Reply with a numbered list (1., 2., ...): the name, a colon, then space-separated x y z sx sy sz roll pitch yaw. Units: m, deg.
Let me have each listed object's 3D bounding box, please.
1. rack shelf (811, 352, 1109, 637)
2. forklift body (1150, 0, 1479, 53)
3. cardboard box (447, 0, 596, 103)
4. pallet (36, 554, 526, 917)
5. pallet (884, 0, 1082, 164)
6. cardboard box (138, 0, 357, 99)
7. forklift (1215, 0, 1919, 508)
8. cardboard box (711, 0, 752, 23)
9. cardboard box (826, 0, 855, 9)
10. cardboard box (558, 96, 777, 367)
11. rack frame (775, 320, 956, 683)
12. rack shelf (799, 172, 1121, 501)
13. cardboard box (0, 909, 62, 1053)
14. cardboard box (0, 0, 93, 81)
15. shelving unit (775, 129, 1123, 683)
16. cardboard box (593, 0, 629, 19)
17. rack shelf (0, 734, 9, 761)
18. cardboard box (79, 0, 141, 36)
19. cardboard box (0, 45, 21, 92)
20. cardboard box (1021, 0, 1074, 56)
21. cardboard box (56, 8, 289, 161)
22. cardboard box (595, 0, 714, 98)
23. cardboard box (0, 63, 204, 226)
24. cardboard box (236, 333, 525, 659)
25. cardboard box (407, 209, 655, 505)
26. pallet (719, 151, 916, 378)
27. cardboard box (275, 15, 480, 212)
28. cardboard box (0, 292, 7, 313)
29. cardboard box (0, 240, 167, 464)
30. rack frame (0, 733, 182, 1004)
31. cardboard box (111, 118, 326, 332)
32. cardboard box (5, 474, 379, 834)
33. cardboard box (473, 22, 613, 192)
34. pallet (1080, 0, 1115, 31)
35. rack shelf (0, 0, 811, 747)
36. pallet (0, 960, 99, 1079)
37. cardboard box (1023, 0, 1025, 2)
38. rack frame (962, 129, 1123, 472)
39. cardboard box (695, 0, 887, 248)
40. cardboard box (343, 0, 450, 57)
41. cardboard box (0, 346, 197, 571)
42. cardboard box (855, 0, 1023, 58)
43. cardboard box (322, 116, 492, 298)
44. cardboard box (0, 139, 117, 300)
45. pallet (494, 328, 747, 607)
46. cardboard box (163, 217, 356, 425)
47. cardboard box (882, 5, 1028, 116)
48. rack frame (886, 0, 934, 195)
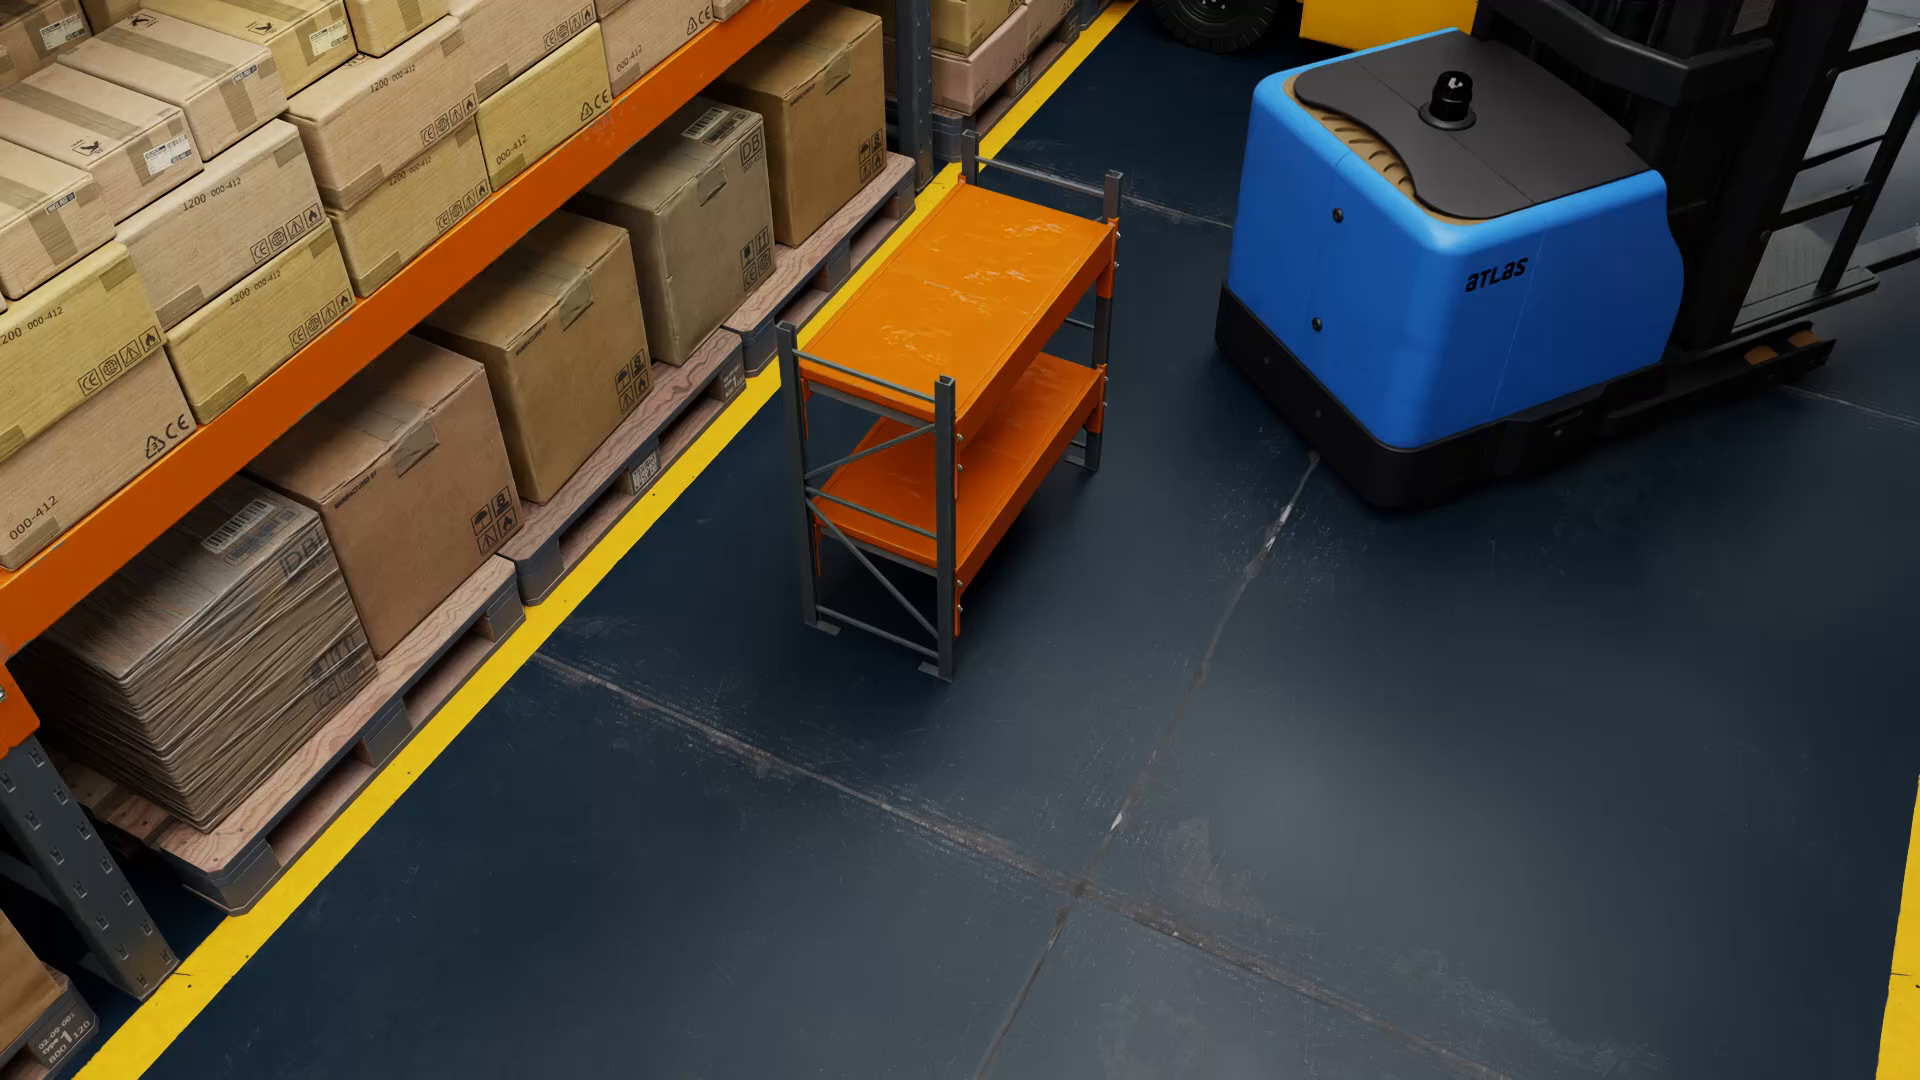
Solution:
1. rack shelf: -0.003 -0.219 5.020 0.538 0.278 1.000 20 49 19
2. forklift body: 2.015 -3.056 6.758 2.313 2.155 1.214 20 49 19
3. cardboard box: -1.304 -1.403 4.281 0.500 0.250 0.500 21 49 20
4. pallet: -2.017 0.363 4.743 1.003 0.211 1.213 20 49 19
5. pallet: -0.171 -2.139 7.215 1.003 0.211 1.213 20 49 19
6. cardboard box: -1.605 -1.154 3.756 0.380 0.149 0.250 21 49 19
7. forklift: 2.454 -1.857 5.024 3.031 2.935 1.130 -19 48 -18
8. cardboard box: -0.808 -1.856 5.081 0.500 0.250 0.500 20 49 19
9. cardboard box: -0.533 -2.363 6.763 0.500 0.250 0.500 19 48 18
10. cardboard box: -1.176 -1.126 5.628 0.875 0.625 0.625 20 49 19
11. rack frame: -0.239 -0.071 4.529 0.500 1.125 0.032 20 49 19
12. rack shelf: -0.003 -0.597 4.638 0.538 0.278 1.000 20 49 19
13. cardboard box: -2.440 0.957 3.658 0.500 0.500 0.500 22 49 20
14. cardboard box: -2.213 -1.169 3.770 0.380 0.149 0.250 20 49 18
15. shelving unit: -0.003 -0.391 4.846 0.538 1.125 1.048 20 49 19
16. cardboard box: -1.053 -1.714 4.589 0.500 0.250 0.500 21 49 20
17. rack shelf: -3.362 1.401 2.262 1.077 0.370 4.000 20 49 19
18. cardboard box: -2.023 -1.308 3.907 0.380 0.149 0.250 20 49 19
19. cardboard box: -2.265 -0.991 3.594 0.380 0.149 0.250 20 49 19
20. cardboard box: 0.163 -2.333 7.085 0.500 0.250 0.500 19 48 18
21. cardboard box: -1.696 -0.986 3.589 0.380 0.149 0.250 21 49 19
22. cardboard box: -1.065 -1.554 4.782 0.500 0.250 0.500 21 49 19
23. cardboard box: -1.806 -0.817 3.422 0.380 0.149 0.250 22 49 20
24. cardboard box: -1.836 -0.227 4.740 0.875 0.625 0.625 22 49 20
25. cardboard box: -1.524 -0.651 5.159 0.875 0.625 0.625 19 48 17
26. pallet: -0.885 -1.174 6.262 1.003 0.211 1.213 20 49 19
27. cardboard box: -1.519 -1.072 3.955 0.500 0.250 0.500 19 48 18
28. cardboard box: -2.025 -0.478 3.087 0.380 0.149 0.250 22 49 20
29. cardboard box: -1.989 -0.425 3.315 0.500 0.250 0.500 20 49 19
30. rack frame: -2.434 -0.112 3.251 1.000 3.000 0.127 20 49 19
31. cardboard box: -1.778 -0.749 3.635 0.500 0.250 0.500 22 49 20
32. cardboard box: -2.132 0.187 4.330 0.875 0.625 0.625 22 49 20
33. cardboard box: -1.298 -1.226 4.458 0.500 0.250 0.500 22 49 20
34. pallet: 0.394 -2.910 7.977 1.003 0.211 1.213 20 49 19
35. rack shelf: -1.505 -1.119 4.752 1.077 0.370 4.000 20 49 19
36. pallet: -2.814 1.326 3.791 1.003 0.211 1.213 20 49 19
37. cardboard box: 0.153 -2.509 6.907 0.500 0.250 0.500 20 49 19
38. rack frame: 0.233 -0.711 5.162 0.500 1.125 0.032 20 49 19
39. cardboard box: -0.809 -1.612 6.109 0.875 0.625 0.625 23 50 21
40. cardboard box: -1.435 -1.295 3.894 0.380 0.149 0.250 21 49 20
41. cardboard box: -2.011 -0.258 3.501 0.500 0.250 0.500 21 49 19
42. cardboard box: -0.079 -2.191 6.593 0.500 0.250 0.500 20 49 19
43. cardboard box: -1.541 -0.900 4.136 0.500 0.250 0.500 19 48 18
44. cardboard box: -1.902 -0.647 3.254 0.380 0.149 0.250 21 49 20
45. pallet: -1.450 -0.403 5.500 1.003 0.211 1.213 20 49 19
46. cardboard box: -1.774 -0.573 3.813 0.500 0.250 0.500 19 48 18
47. cardboard box: -0.059 -2.008 6.764 0.500 0.250 0.500 21 49 19
48. rack frame: -0.577 -2.632 5.742 1.000 3.000 0.127 20 49 19
